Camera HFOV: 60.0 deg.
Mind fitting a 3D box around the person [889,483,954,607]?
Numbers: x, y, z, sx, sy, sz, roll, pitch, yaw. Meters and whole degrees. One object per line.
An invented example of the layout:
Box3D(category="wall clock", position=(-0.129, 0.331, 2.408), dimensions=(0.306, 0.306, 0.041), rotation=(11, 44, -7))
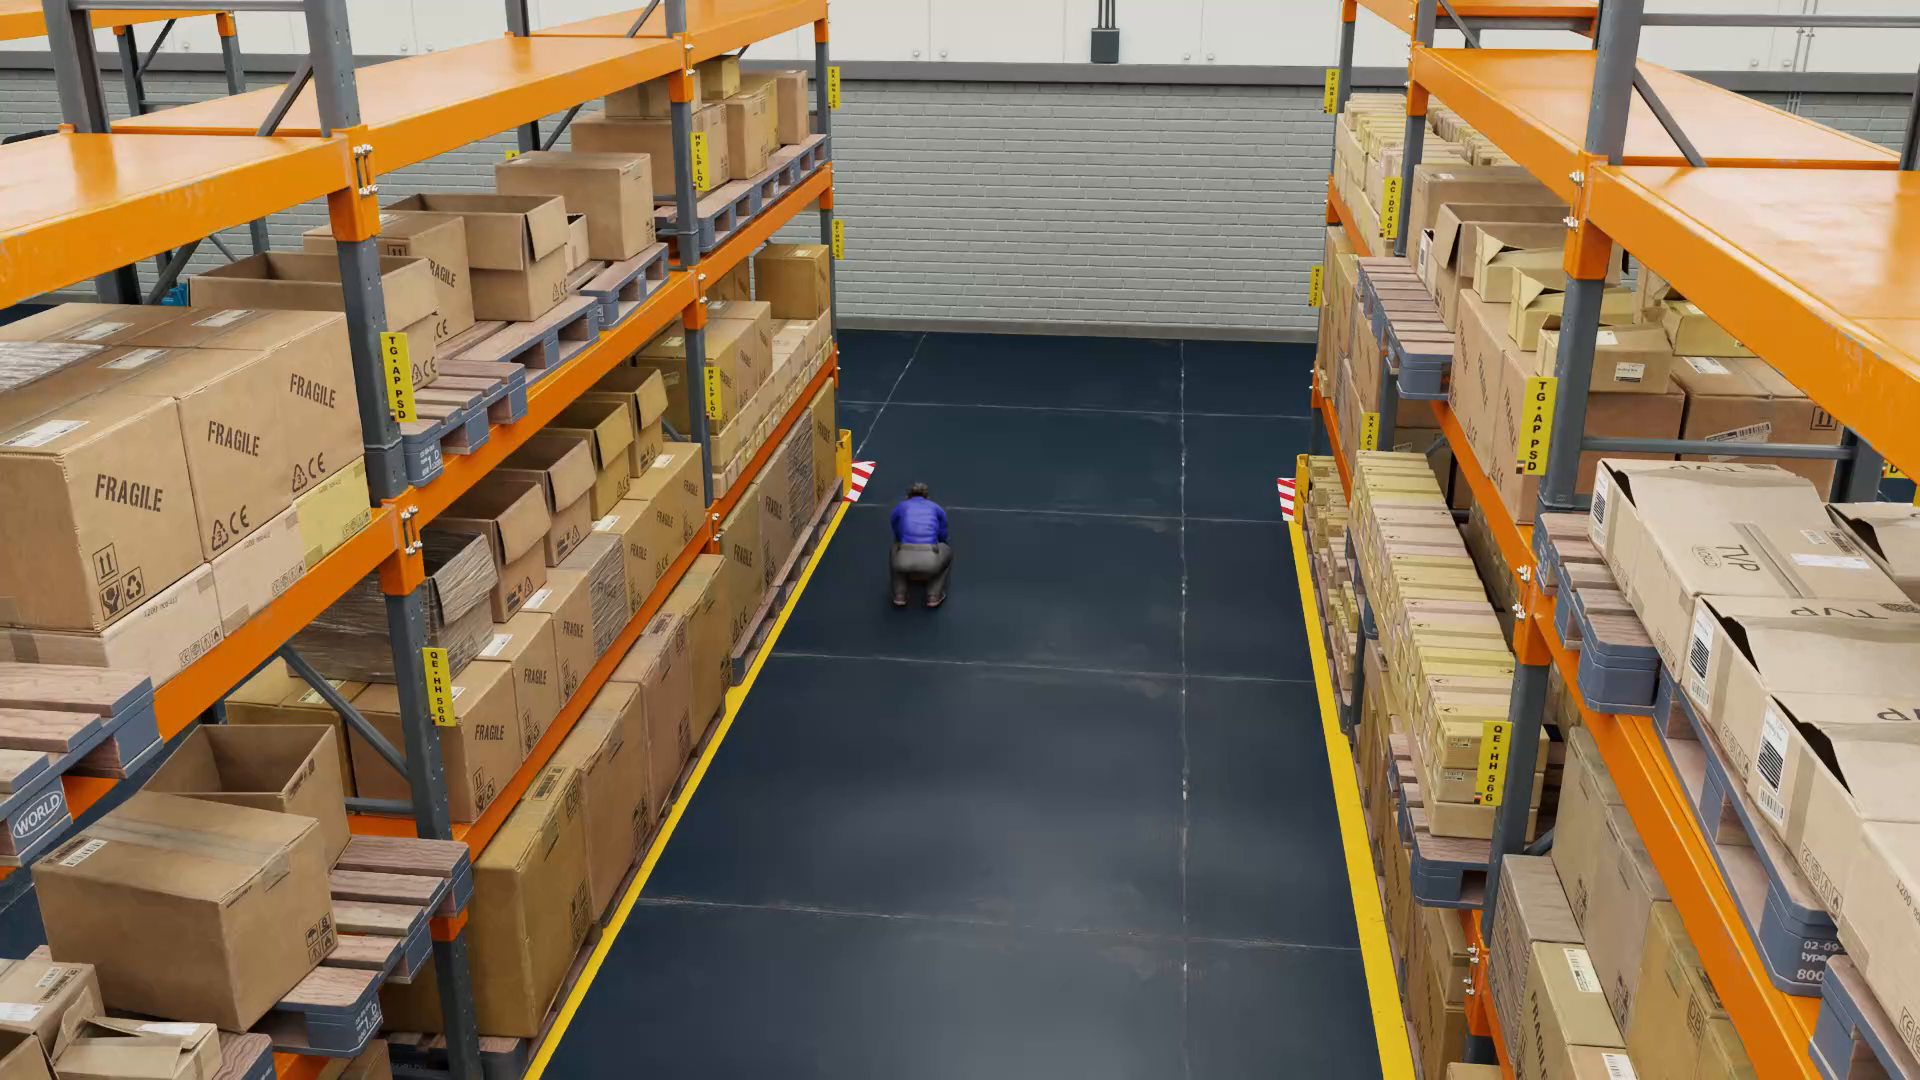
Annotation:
Box3D(category="person", position=(-0.295, 0.056, 12.256), dimensions=(0.483, 0.809, 0.830), rotation=(2, 21, 6))
